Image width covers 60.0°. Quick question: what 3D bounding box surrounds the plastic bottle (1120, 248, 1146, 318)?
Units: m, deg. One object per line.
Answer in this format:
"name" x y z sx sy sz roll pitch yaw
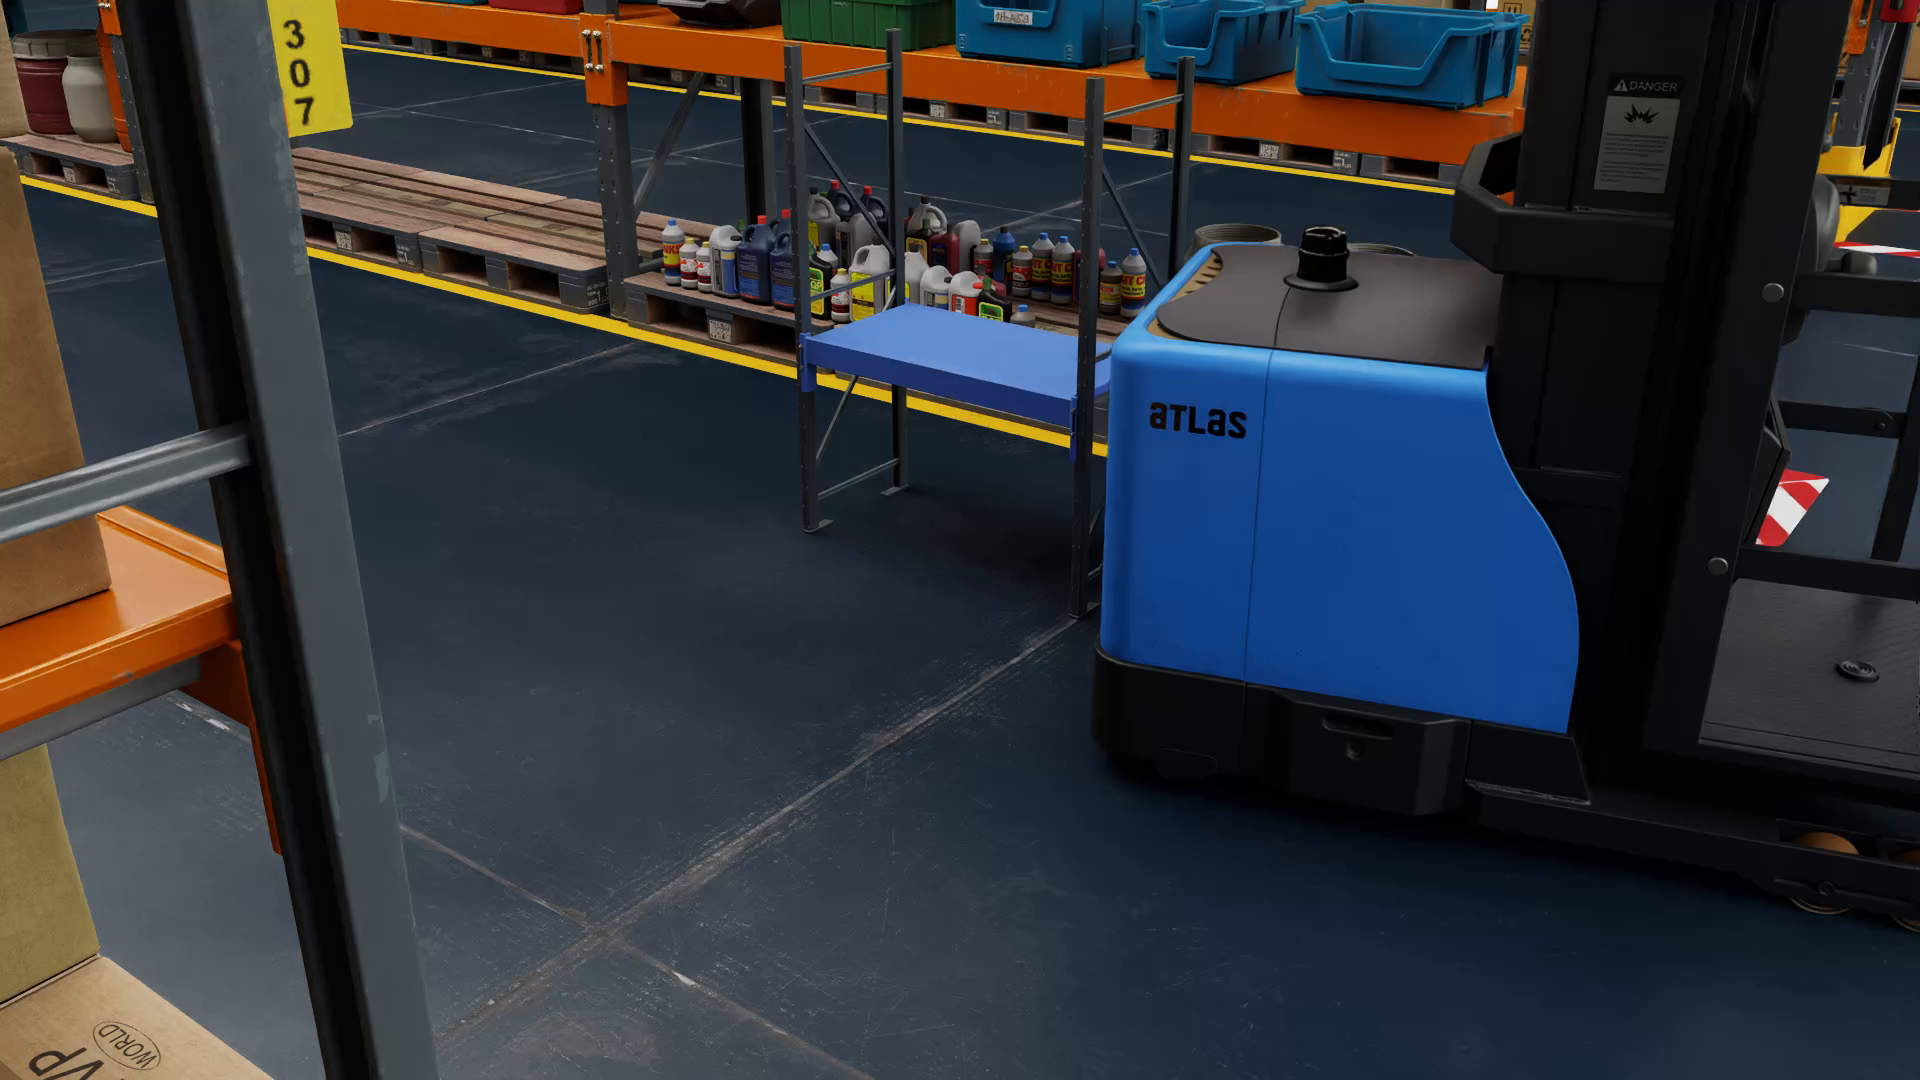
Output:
"plastic bottle" 0.703 -1.046 6.742 0.097 0.271 0.097 0 24 0

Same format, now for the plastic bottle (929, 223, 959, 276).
"plastic bottle" -0.069 -1.217 7.116 0.133 0.283 0.061 17 29 33

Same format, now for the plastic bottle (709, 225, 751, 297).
"plastic bottle" -0.966 -1.189 7.060 0.135 0.276 0.152 18 30 35

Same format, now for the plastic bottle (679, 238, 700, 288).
"plastic bottle" -1.160 -1.199 7.177 0.097 0.201 0.097 0 24 0

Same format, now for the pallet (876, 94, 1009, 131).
"pallet" 0.133 -3.326 12.537 1.213 0.211 1.003 17 29 33

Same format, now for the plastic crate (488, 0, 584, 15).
"plastic crate" -1.804 -2.569 7.281 0.583 0.464 0.402 17 29 33

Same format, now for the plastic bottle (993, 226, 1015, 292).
"plastic bottle" 0.187 -1.202 7.096 0.097 0.271 0.097 0 24 0

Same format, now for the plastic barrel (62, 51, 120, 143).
"plastic barrel" -5.341 -2.763 10.365 0.421 0.512 0.421 0 24 0

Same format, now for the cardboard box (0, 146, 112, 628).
"cardboard box" -1.372 -0.120 1.678 0.500 0.500 0.700 17 29 33

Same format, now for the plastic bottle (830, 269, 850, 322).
"plastic bottle" -0.473 -0.992 6.705 0.097 0.201 0.097 0 24 0

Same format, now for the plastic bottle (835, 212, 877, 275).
"plastic bottle" -0.460 -1.313 7.343 0.135 0.276 0.152 17 29 33

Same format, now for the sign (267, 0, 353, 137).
"sign" -0.669 -0.567 1.645 0.005 0.325 0.100 17 29 33

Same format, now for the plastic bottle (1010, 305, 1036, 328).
"plastic bottle" 0.235 -0.778 6.220 0.097 0.201 0.097 0 24 0

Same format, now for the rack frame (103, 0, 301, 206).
"rack frame" -4.434 -3.489 9.448 0.127 3.000 1.000 17 29 33

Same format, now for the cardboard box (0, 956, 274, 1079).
"cardboard box" -1.302 0.908 2.359 0.500 0.250 0.500 17 29 33

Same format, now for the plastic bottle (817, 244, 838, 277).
"plastic bottle" -0.545 -1.076 6.810 0.097 0.271 0.097 0 24 0

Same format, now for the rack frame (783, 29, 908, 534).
"rack frame" -0.339 -0.789 5.180 0.032 1.500 0.500 17 29 33

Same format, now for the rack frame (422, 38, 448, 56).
"rack frame" -4.664 -6.054 15.270 0.127 3.000 1.000 17 29 33

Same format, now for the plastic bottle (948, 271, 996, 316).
"plastic bottle" 0.050 -0.882 6.363 0.135 0.276 0.152 17 29 34

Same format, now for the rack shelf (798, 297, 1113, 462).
"rack shelf" 0.068 -0.501 4.973 1.000 0.185 0.538 17 29 33

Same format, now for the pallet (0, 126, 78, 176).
"pallet" -6.062 -2.685 11.082 1.213 0.211 1.003 17 29 33

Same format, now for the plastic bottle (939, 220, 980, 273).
"plastic bottle" -0.006 -1.249 7.196 0.135 0.276 0.152 17 29 34

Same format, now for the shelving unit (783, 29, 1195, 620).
"shelving unit" 0.068 -0.666 4.901 1.048 1.500 0.538 17 29 33

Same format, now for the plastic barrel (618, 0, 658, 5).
"plastic barrel" -1.361 -2.942 7.585 0.708 0.901 0.600 17 29 33

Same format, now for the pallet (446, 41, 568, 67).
"pallet" -4.002 -4.616 15.464 1.213 0.211 1.003 17 29 33

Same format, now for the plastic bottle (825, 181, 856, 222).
"plastic bottle" -0.545 -1.448 7.556 0.185 0.351 0.144 16 28 32

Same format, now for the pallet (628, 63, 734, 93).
"pallet" -2.049 -4.026 14.125 1.213 0.211 1.003 17 29 33

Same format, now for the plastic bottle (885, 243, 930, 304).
"plastic bottle" -0.196 -0.988 6.512 0.185 0.351 0.144 18 30 35

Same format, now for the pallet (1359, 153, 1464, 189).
"pallet" 3.276 -2.398 10.430 1.213 0.211 1.003 17 29 33

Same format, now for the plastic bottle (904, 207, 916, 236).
"plastic bottle" -0.236 -1.345 7.405 0.133 0.283 0.061 19 30 37

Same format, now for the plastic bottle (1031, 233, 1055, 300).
"plastic bottle" 0.349 -1.153 6.985 0.097 0.271 0.097 0 24 0

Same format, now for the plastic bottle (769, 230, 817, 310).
"plastic bottle" -0.685 -1.136 6.848 0.185 0.351 0.144 15 28 31

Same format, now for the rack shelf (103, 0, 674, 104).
"rack shelf" -2.834 -2.676 8.495 4.000 0.370 1.077 17 29 33

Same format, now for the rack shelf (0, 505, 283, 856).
"rack shelf" -2.607 -0.111 2.675 4.000 0.370 1.077 17 29 33

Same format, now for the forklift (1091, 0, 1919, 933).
"forklift" 1.890 -0.775 3.373 3.031 2.935 1.130 8 25 18

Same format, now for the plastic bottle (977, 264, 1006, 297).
"plastic bottle" 0.113 -0.919 6.440 0.133 0.283 0.061 17 29 33

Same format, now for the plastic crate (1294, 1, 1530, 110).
"plastic crate" 1.387 -1.511 5.143 0.616 0.251 0.499 17 29 33

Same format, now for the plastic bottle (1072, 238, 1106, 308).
"plastic bottle" 0.533 -1.112 6.877 0.133 0.283 0.061 17 29 34

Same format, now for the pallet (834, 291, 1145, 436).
"pallet" 0.259 -0.775 6.747 1.213 0.211 1.003 17 29 33

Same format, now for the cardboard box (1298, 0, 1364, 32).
"cardboard box" 3.472 -5.214 15.632 0.750 0.750 1.050 17 29 33

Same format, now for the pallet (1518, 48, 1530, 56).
"pallet" 5.354 -4.210 14.544 1.213 0.211 1.003 17 29 33

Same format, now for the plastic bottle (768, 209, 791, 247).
"plastic bottle" -0.750 -1.228 7.057 0.185 0.351 0.144 17 29 33

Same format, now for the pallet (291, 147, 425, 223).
"pallet" -3.838 -2.013 9.557 1.213 0.211 1.003 17 29 33

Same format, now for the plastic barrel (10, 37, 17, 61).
"plastic barrel" -6.245 -3.036 10.985 0.421 0.512 0.421 0 24 0

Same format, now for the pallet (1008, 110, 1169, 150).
"pallet" 1.113 -3.031 11.868 1.213 0.211 1.003 17 29 33

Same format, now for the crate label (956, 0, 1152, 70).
"crate label" 0.332 -1.928 5.862 0.616 0.435 0.502 17 29 33

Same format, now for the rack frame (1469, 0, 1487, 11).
"rack frame" 4.793 -5.695 14.456 0.127 3.000 1.000 17 29 33

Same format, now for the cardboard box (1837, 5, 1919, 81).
"cardboard box" 7.411 -4.091 12.928 0.875 0.875 0.875 17 29 34

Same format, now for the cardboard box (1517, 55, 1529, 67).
"cardboard box" 3.460 -2.648 10.119 0.500 0.500 0.500 20 31 38

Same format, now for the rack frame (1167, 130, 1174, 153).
"rack frame" 1.737 -4.120 10.880 0.127 3.000 1.000 17 29 33

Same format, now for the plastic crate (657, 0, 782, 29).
"plastic crate" -0.891 -2.325 6.885 0.504 0.338 0.767 17 29 33

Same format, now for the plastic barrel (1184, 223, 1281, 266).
"plastic barrel" 0.994 -0.864 6.055 0.421 0.512 0.421 0 24 0

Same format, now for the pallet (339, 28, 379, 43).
"pallet" -6.206 -5.282 16.976 1.213 0.211 1.003 17 29 33
